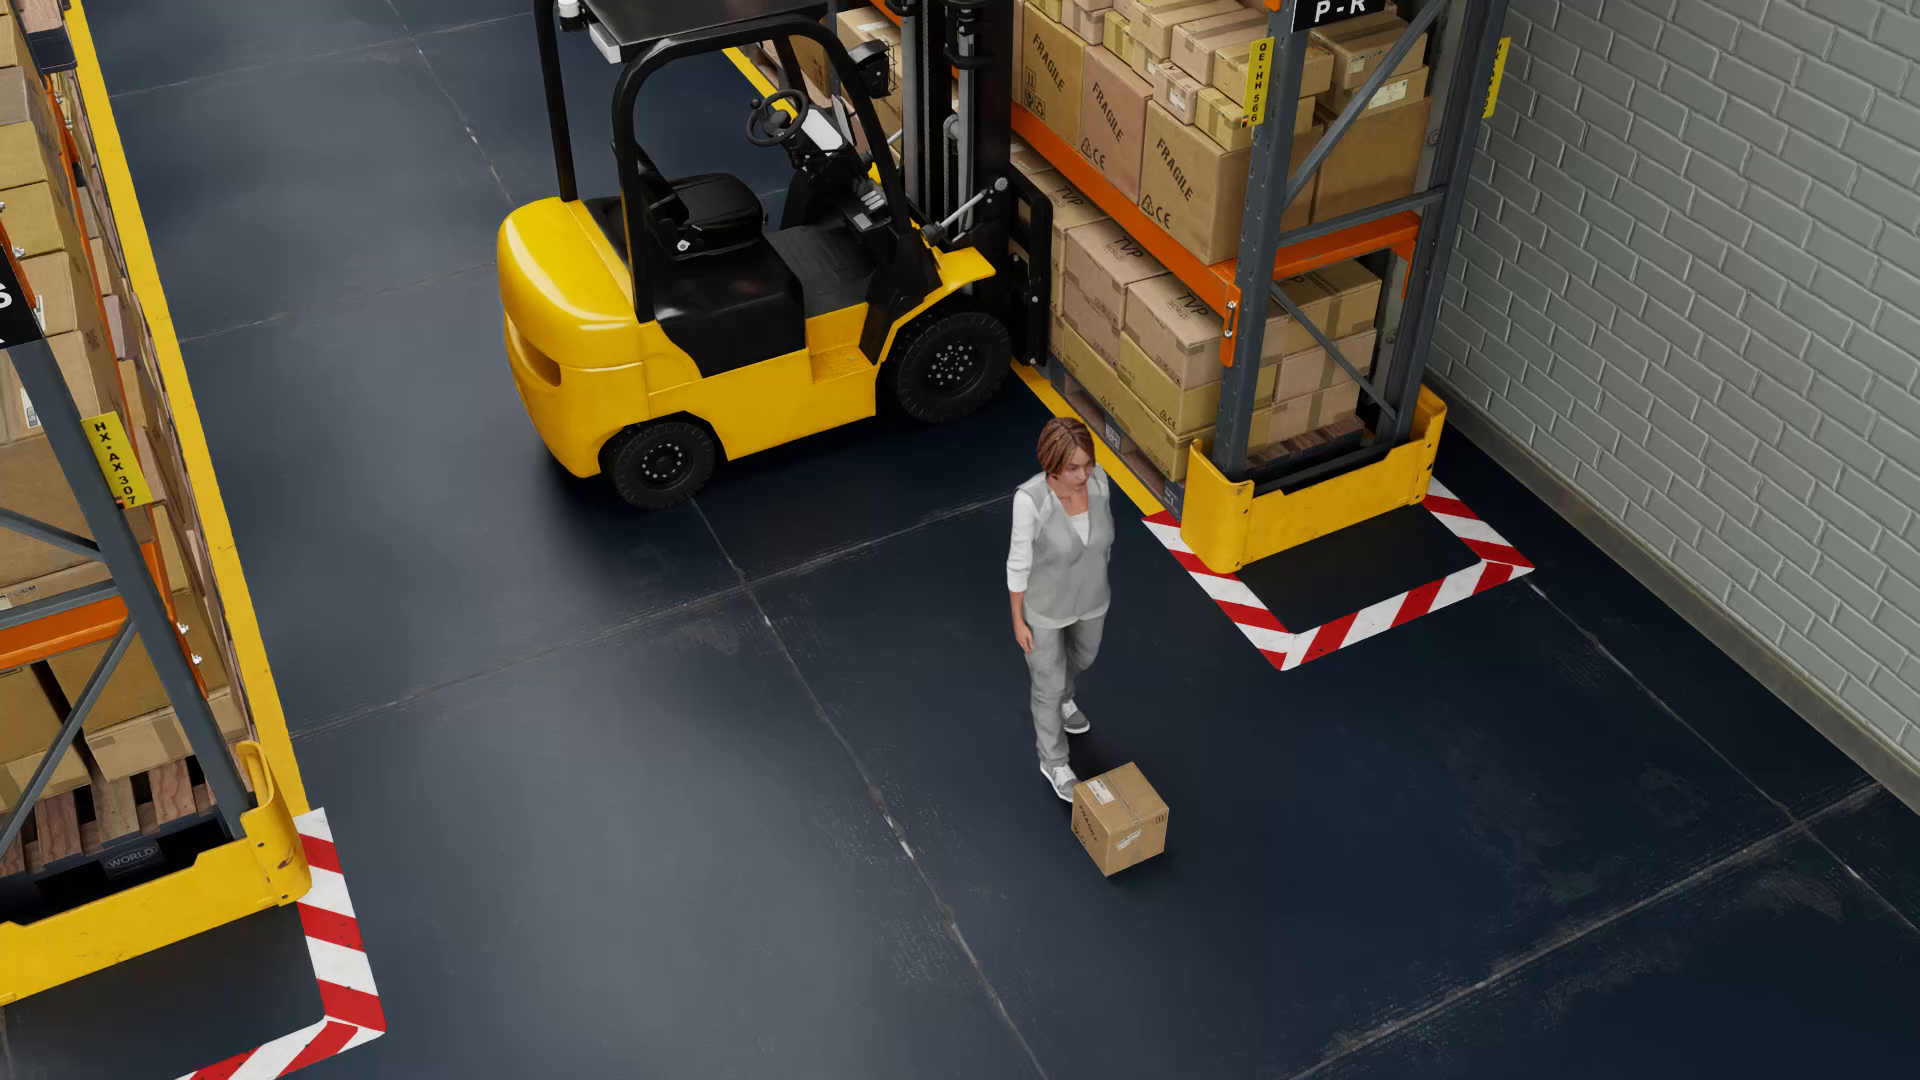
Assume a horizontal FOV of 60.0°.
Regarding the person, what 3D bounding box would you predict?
[{"bbox_3d":[0.367,0.240,5.898,0.427,1.617,0.568,-19,45,-20],"label":"person"}]
